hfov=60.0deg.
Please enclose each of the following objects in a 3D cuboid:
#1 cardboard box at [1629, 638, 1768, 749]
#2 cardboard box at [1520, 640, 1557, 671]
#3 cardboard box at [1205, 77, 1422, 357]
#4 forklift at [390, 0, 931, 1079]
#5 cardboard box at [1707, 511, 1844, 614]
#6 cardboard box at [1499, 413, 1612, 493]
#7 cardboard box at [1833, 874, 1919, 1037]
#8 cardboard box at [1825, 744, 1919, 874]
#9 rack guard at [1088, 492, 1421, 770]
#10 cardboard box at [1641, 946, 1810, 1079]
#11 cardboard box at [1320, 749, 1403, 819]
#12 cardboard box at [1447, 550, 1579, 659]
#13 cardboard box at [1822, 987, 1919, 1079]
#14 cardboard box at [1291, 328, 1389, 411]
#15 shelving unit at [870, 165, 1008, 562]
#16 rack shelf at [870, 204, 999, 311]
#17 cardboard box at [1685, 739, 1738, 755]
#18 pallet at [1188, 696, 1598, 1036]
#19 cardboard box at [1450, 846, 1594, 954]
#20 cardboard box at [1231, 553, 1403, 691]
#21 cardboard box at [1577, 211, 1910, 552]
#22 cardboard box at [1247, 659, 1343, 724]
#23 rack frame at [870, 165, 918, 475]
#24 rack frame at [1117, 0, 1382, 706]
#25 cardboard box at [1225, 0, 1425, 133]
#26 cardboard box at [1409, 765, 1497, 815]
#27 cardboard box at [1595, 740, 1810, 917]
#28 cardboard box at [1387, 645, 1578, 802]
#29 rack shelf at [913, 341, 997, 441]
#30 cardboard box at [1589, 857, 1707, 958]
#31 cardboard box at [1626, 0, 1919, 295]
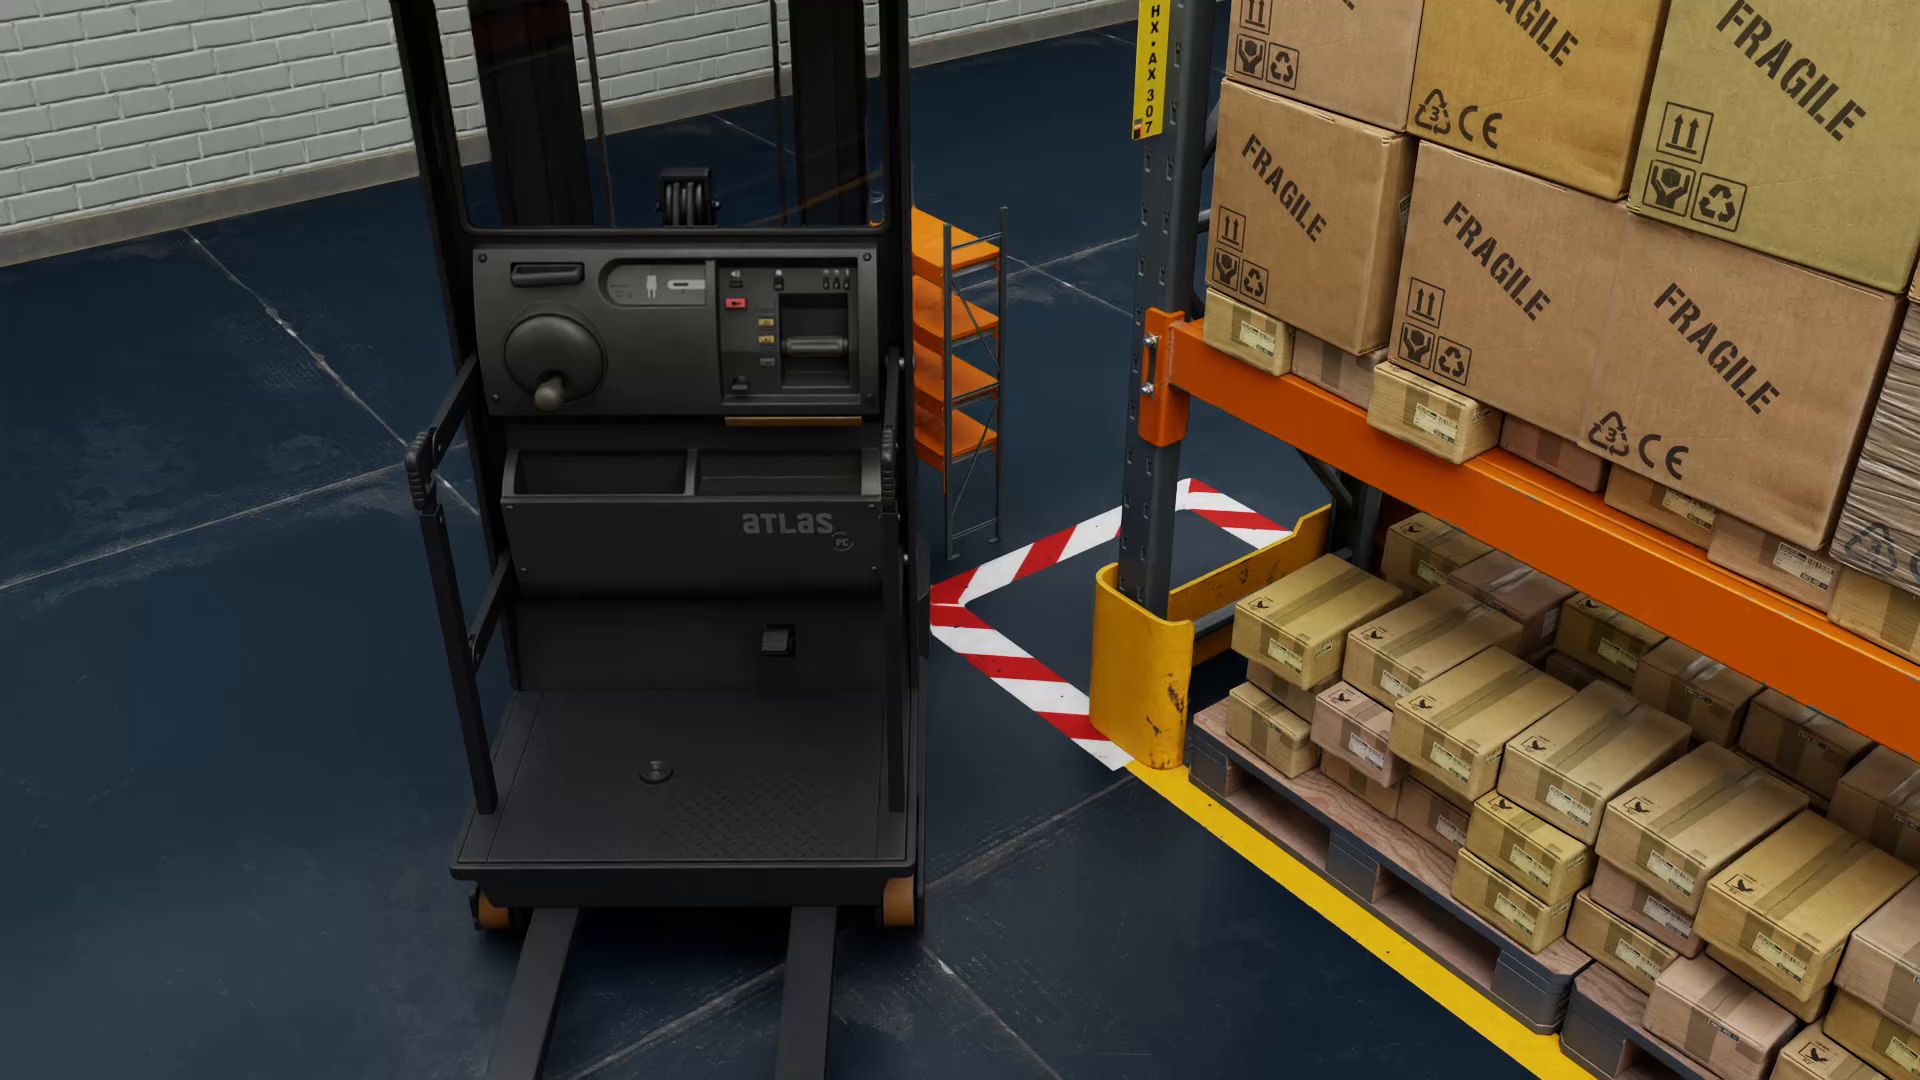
[{"bbox_3d":[1.874,0.336,4.106,0.380,0.149,0.250,-24,39,-33],"label":"cardboard box"},{"bbox_3d":[1.540,0.259,4.512,0.380,0.149,0.250,-23,39,-32],"label":"cardboard box"},{"bbox_3d":[0.930,-0.793,3.808,0.500,0.500,0.500,-20,37,-29],"label":"cardboard box"},{"bbox_3d":[-0.650,-0.434,3.671,1.130,2.935,3.031,0,32,0],"label":"forklift"},{"bbox_3d":[1.667,-0.035,3.201,0.380,0.149,0.250,-23,39,-32],"label":"cardboard box"},{"bbox_3d":[1.391,-0.267,3.576,0.380,0.149,0.250,-20,37,-29],"label":"cardboard box"},{"bbox_3d":[1.978,0.823,3.322,0.380,0.149,0.250,-22,38,-31],"label":"cardboard box"},{"bbox_3d":[2.157,0.576,3.720,0.380,0.149,0.250,-24,39,-33],"label":"cardboard box"},{"bbox_3d":[0.920,0.192,4.966,1.175,0.500,0.348,-22,38,-31],"label":"rack guard"},{"bbox_3d":[1.710,0.987,3.622,0.380,0.149,0.250,-24,39,-34],"label":"cardboard box"},{"bbox_3d":[1.167,0.536,4.348,0.380,0.149,0.250,-22,38,-32],"label":"cardboard box"},{"bbox_3d":[1.507,0.141,4.420,0.380,0.149,0.250,-21,38,-30],"label":"cardboard box"},{"bbox_3d":[2.001,0.950,3.400,0.380,0.149,0.250,-20,37,-29],"label":"cardboard box"},{"bbox_3d":[1.002,-0.461,3.887,0.380,0.149,0.250,-21,37,-30],"label":"cardboard box"},{"bbox_3d":[-0.101,-0.579,5.545,0.258,1.200,0.503,-22,38,-31],"label":"shelving unit"},{"bbox_3d":[-0.101,-0.912,5.337,0.258,0.148,0.480,-22,38,-31],"label":"rack shelf"},{"bbox_3d":[1.826,0.494,4.133,0.380,0.149,0.250,-23,38,-32],"label":"cardboard box"},{"bbox_3d":[1.390,0.665,4.479,1.003,0.211,1.213,-22,38,-31],"label":"pallet"},{"bbox_3d":[1.395,0.779,3.956,0.380,0.149,0.250,-22,38,-31],"label":"cardboard box"},{"bbox_3d":[0.926,0.207,4.314,0.380,0.149,0.250,-24,39,-33],"label":"cardboard box"},{"bbox_3d":[1.569,-0.370,3.127,0.500,0.500,0.500,-22,38,-31],"label":"cardboard box"},{"bbox_3d":[0.992,0.307,4.435,0.380,0.149,0.250,-21,37,-29],"label":"cardboard box"},{"bbox_3d":[-0.251,-0.680,5.708,0.240,1.200,0.015,-22,38,-31],"label":"rack frame"},{"bbox_3d":[0.873,-0.901,4.358,1.000,3.000,0.127,-22,38,-31],"label":"rack frame"},{"bbox_3d":[0.939,-1.222,3.550,0.500,0.500,0.500,-23,38,-32],"label":"cardboard box"},{"bbox_3d":[1.335,0.512,4.104,0.380,0.149,0.250,-22,38,-31],"label":"cardboard box"},{"bbox_3d":[1.623,0.625,3.641,0.380,0.149,0.250,-21,37,-30],"label":"cardboard box"},{"bbox_3d":[1.243,0.430,3.956,0.380,0.149,0.250,-22,38,-32],"label":"cardboard box"},{"bbox_3d":[-0.101,-0.522,5.580,0.258,0.148,0.480,-22,38,-31],"label":"rack shelf"},{"bbox_3d":[1.644,0.734,3.747,0.380,0.149,0.250,-24,39,-34],"label":"cardboard box"},{"bbox_3d":[1.554,-0.789,2.854,0.500,0.500,0.500,-23,39,-32],"label":"cardboard box"}]
